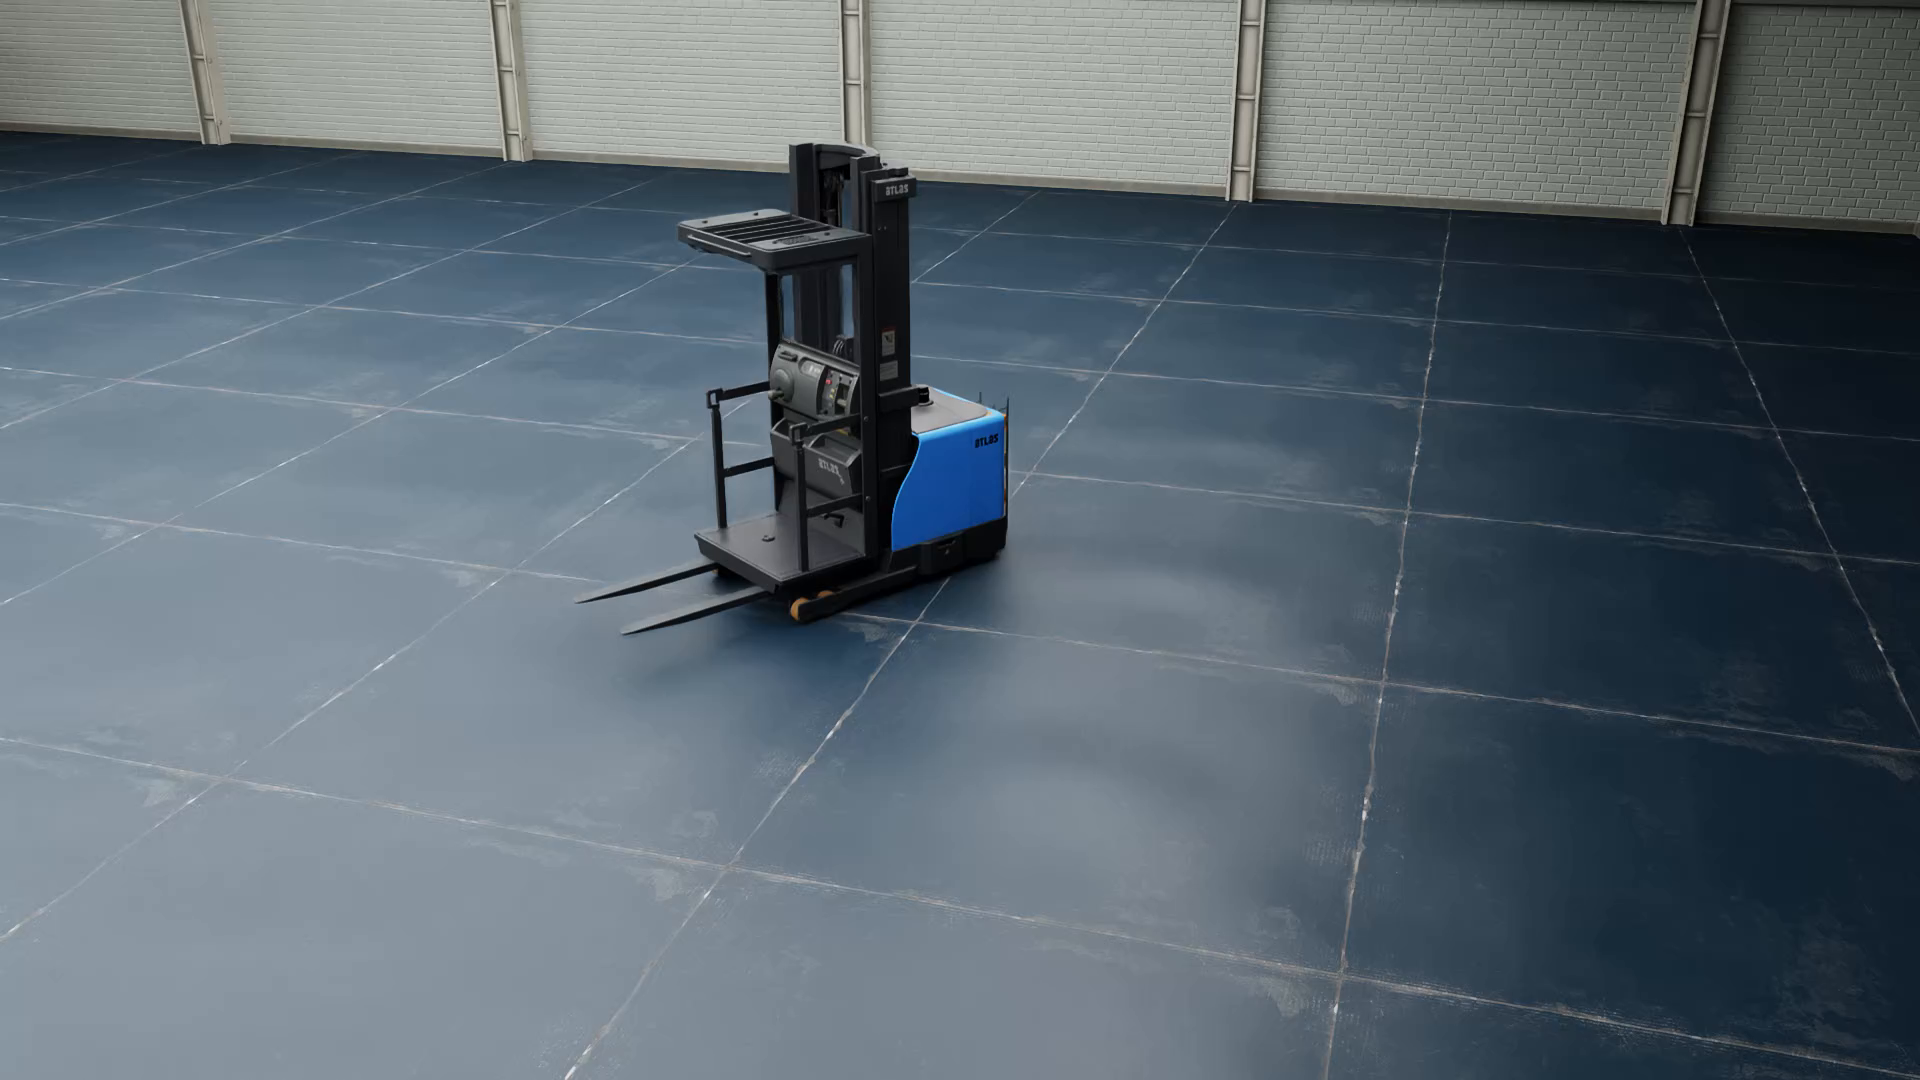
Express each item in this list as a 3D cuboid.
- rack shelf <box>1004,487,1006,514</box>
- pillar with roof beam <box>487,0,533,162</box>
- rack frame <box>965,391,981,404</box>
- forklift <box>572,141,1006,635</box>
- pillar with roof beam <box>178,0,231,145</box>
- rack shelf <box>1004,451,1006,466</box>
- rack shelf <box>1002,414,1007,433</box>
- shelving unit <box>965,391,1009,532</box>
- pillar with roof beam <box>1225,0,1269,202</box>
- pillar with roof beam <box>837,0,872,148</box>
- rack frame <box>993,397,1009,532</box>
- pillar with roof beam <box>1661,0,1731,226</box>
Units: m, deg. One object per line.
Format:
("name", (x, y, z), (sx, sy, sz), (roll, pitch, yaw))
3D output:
("rack shelf", (0.194, -0.278, 12.325), (0.240, 0.259, 0.215), (15, 27, 32))
("pillar with roof beam", (-8.599, -8.939, 22.204), (0.400, 9.000, 9.100), (7, 23, 16))
("rack frame", (0.095, -0.572, 12.281), (0.008, 1.050, 0.200), (15, 27, 32))
("forklift", (-1.130, -1.033, 10.926), (3.031, 2.935, 1.130), (-17, 28, -36))
("pillar with roof beam", (-14.343, -9.596, 23.807), (0.400, 9.000, 9.100), (7, 23, 16))
("rack shelf", (0.194, -0.535, 12.219), (0.240, 0.259, 0.215), (15, 27, 32))
("rack shelf", (0.194, -0.798, 12.112), (0.240, 0.259, 0.215), (15, 27, 32))
("shelving unit", (0.194, -0.545, 12.215), (0.252, 1.050, 0.215), (15, 27, 32))
("pillar with roof beam", (2.890, -7.623, 18.997), (0.400, 9.000, 9.100), (7, 23, 16))
("pillar with roof beam", (-2.855, -8.281, 20.600), (0.400, 9.000, 9.100), (7, 23, 16))
("rack frame", (0.294, -0.518, 12.150), (0.008, 1.050, 0.200), (15, 27, 32))
("pillar with roof beam", (8.634, -6.965, 17.393), (0.400, 9.000, 9.100), (7, 23, 16))
